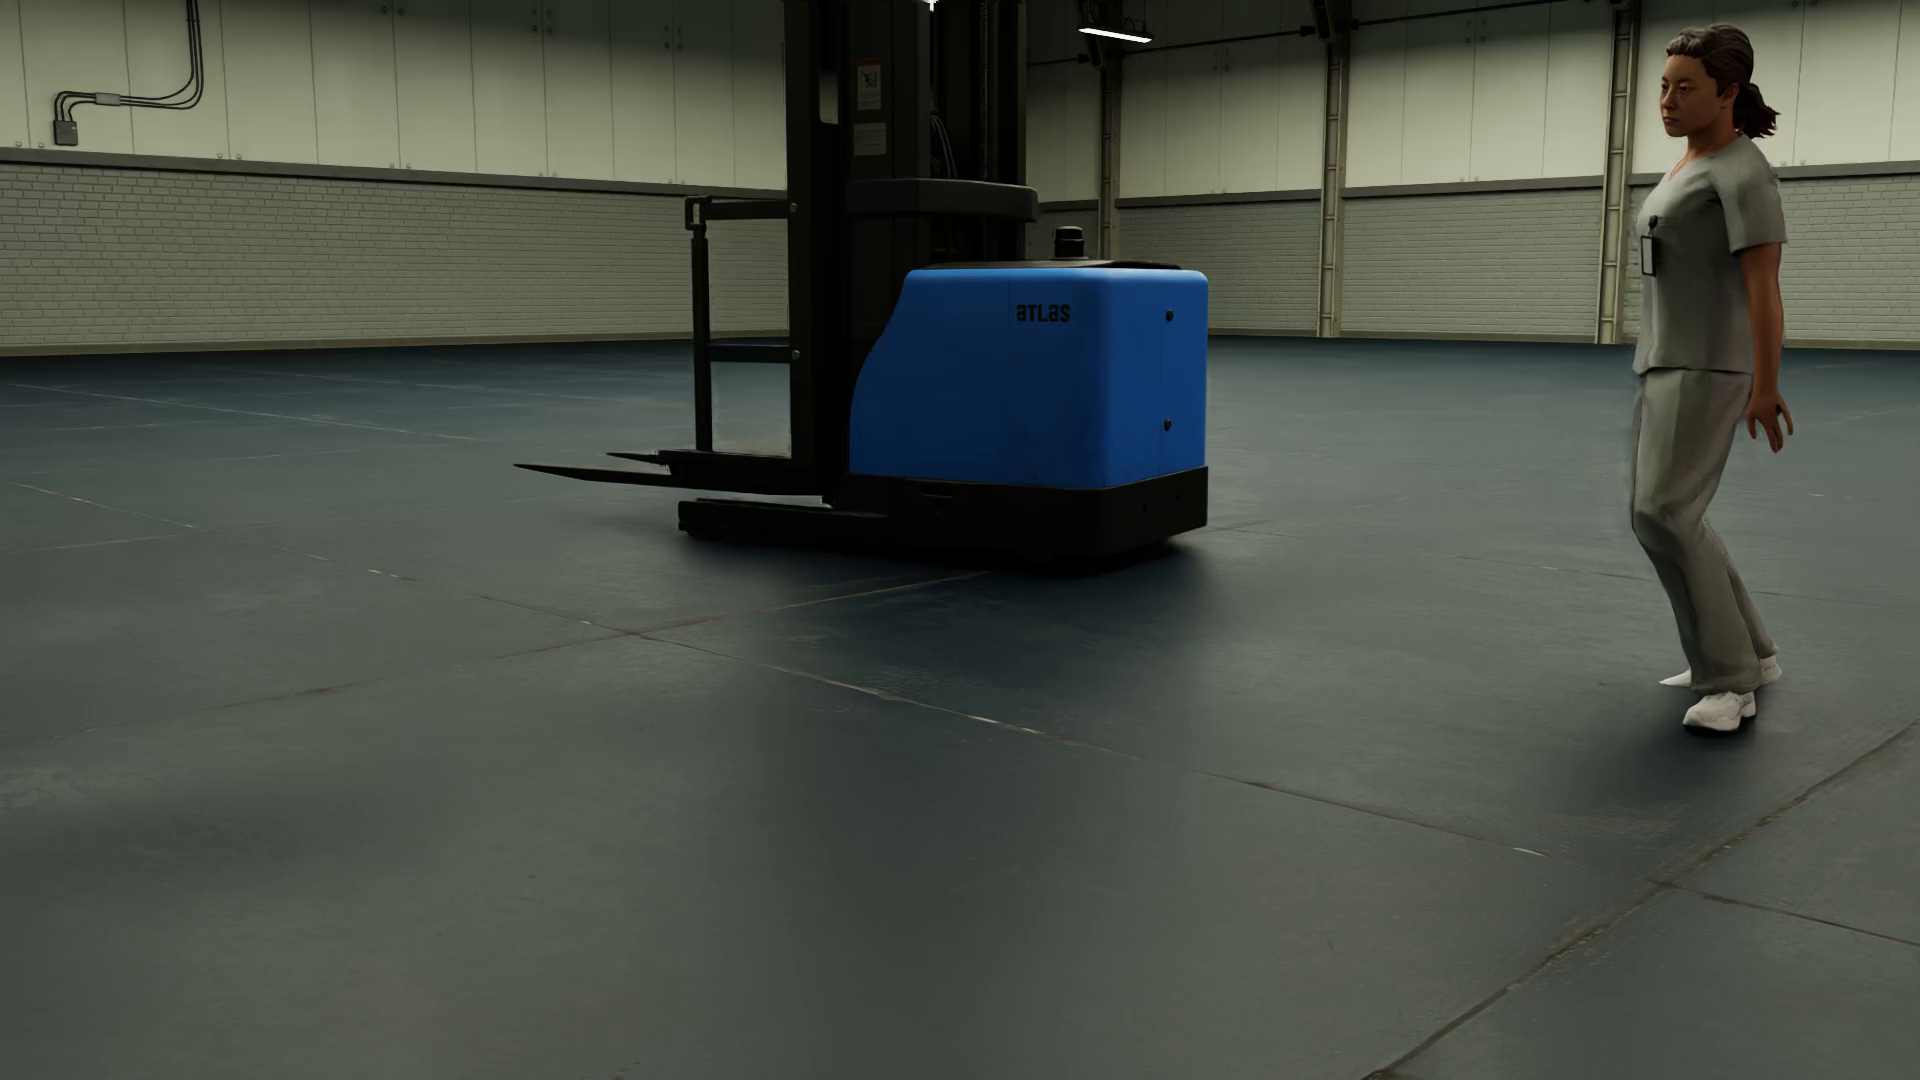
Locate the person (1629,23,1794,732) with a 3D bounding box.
[{"bbox_3d":[1.842,-0.386,4.025,0.463,1.651,0.801,1,9,10],"label":"person"}]

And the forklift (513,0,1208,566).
[{"bbox_3d":[-0.546,-1.495,6.802,3.031,2.935,1.130,5,10,31],"label":"forklift"}]
